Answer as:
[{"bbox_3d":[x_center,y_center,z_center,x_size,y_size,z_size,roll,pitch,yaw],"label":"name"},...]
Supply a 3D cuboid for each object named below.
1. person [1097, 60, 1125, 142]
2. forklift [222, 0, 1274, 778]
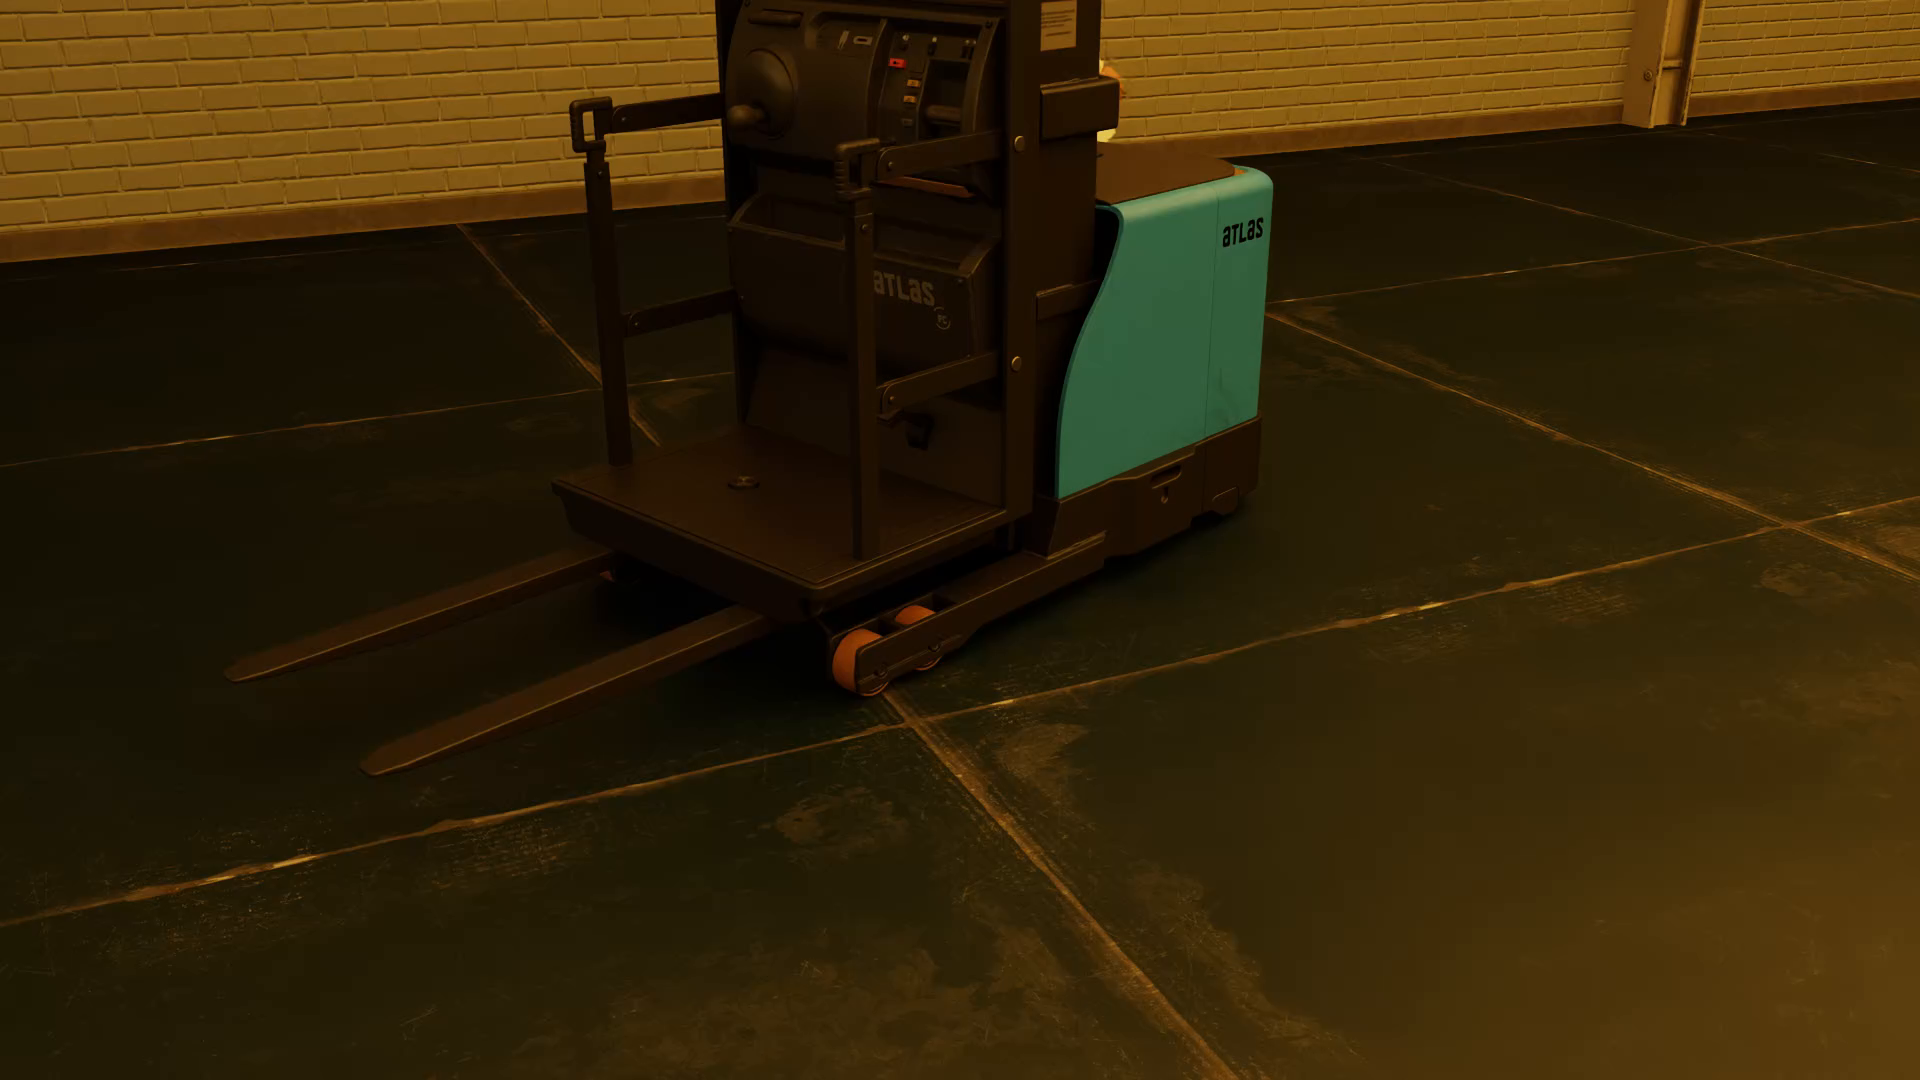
[{"bbox_3d":[0.552,-2.076,7.870,0.548,1.738,0.799,-2,23,-4],"label":"person"},{"bbox_3d":[-0.413,-1.182,4.131,1.130,2.935,3.031,19,29,39],"label":"forklift"}]
